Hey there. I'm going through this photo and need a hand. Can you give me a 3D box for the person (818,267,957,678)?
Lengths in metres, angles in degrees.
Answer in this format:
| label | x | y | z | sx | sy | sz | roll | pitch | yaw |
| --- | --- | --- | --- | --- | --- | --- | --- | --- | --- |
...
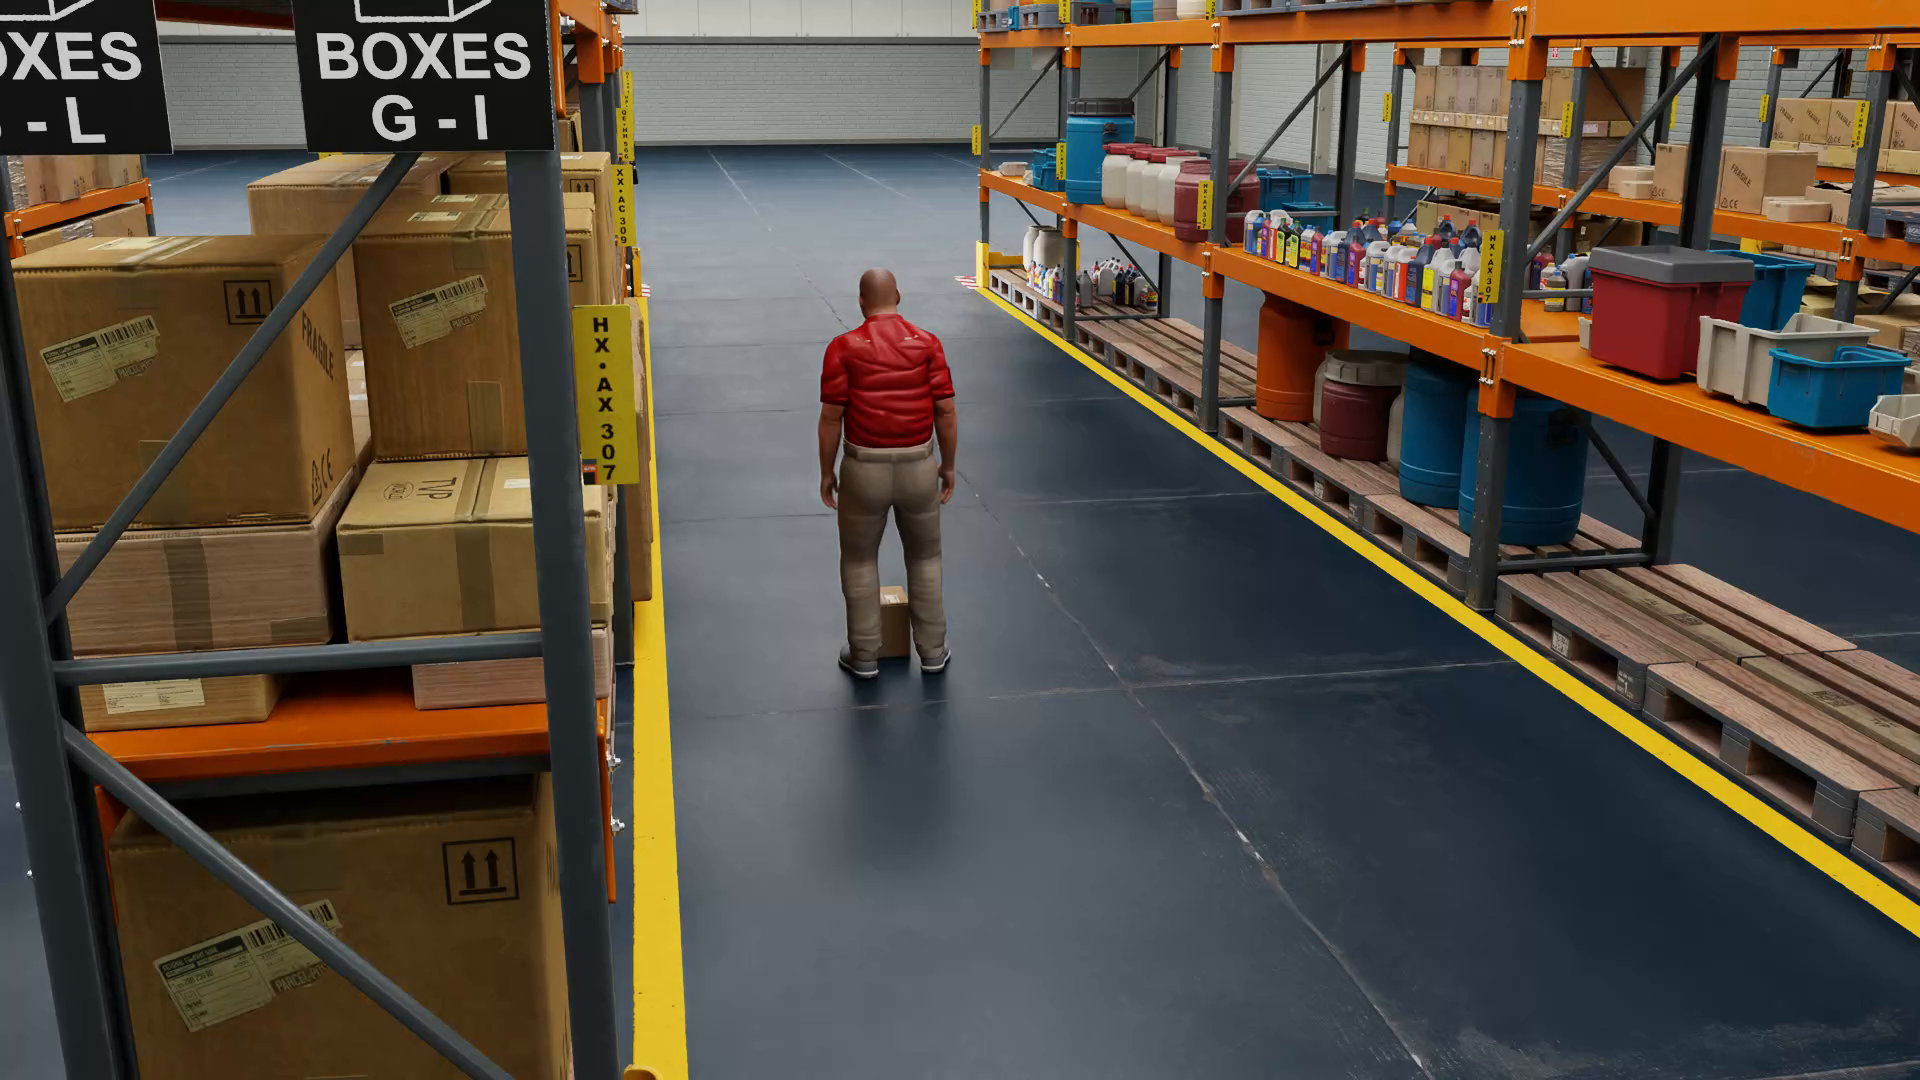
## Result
| label | x | y | z | sx | sy | sz | roll | pitch | yaw |
| --- | --- | --- | --- | --- | --- | --- | --- | --- | --- |
| person | -0.305 | -0.272 | 6.994 | 0.589 | 1.726 | 0.390 | -4 | 17 | -13 |
